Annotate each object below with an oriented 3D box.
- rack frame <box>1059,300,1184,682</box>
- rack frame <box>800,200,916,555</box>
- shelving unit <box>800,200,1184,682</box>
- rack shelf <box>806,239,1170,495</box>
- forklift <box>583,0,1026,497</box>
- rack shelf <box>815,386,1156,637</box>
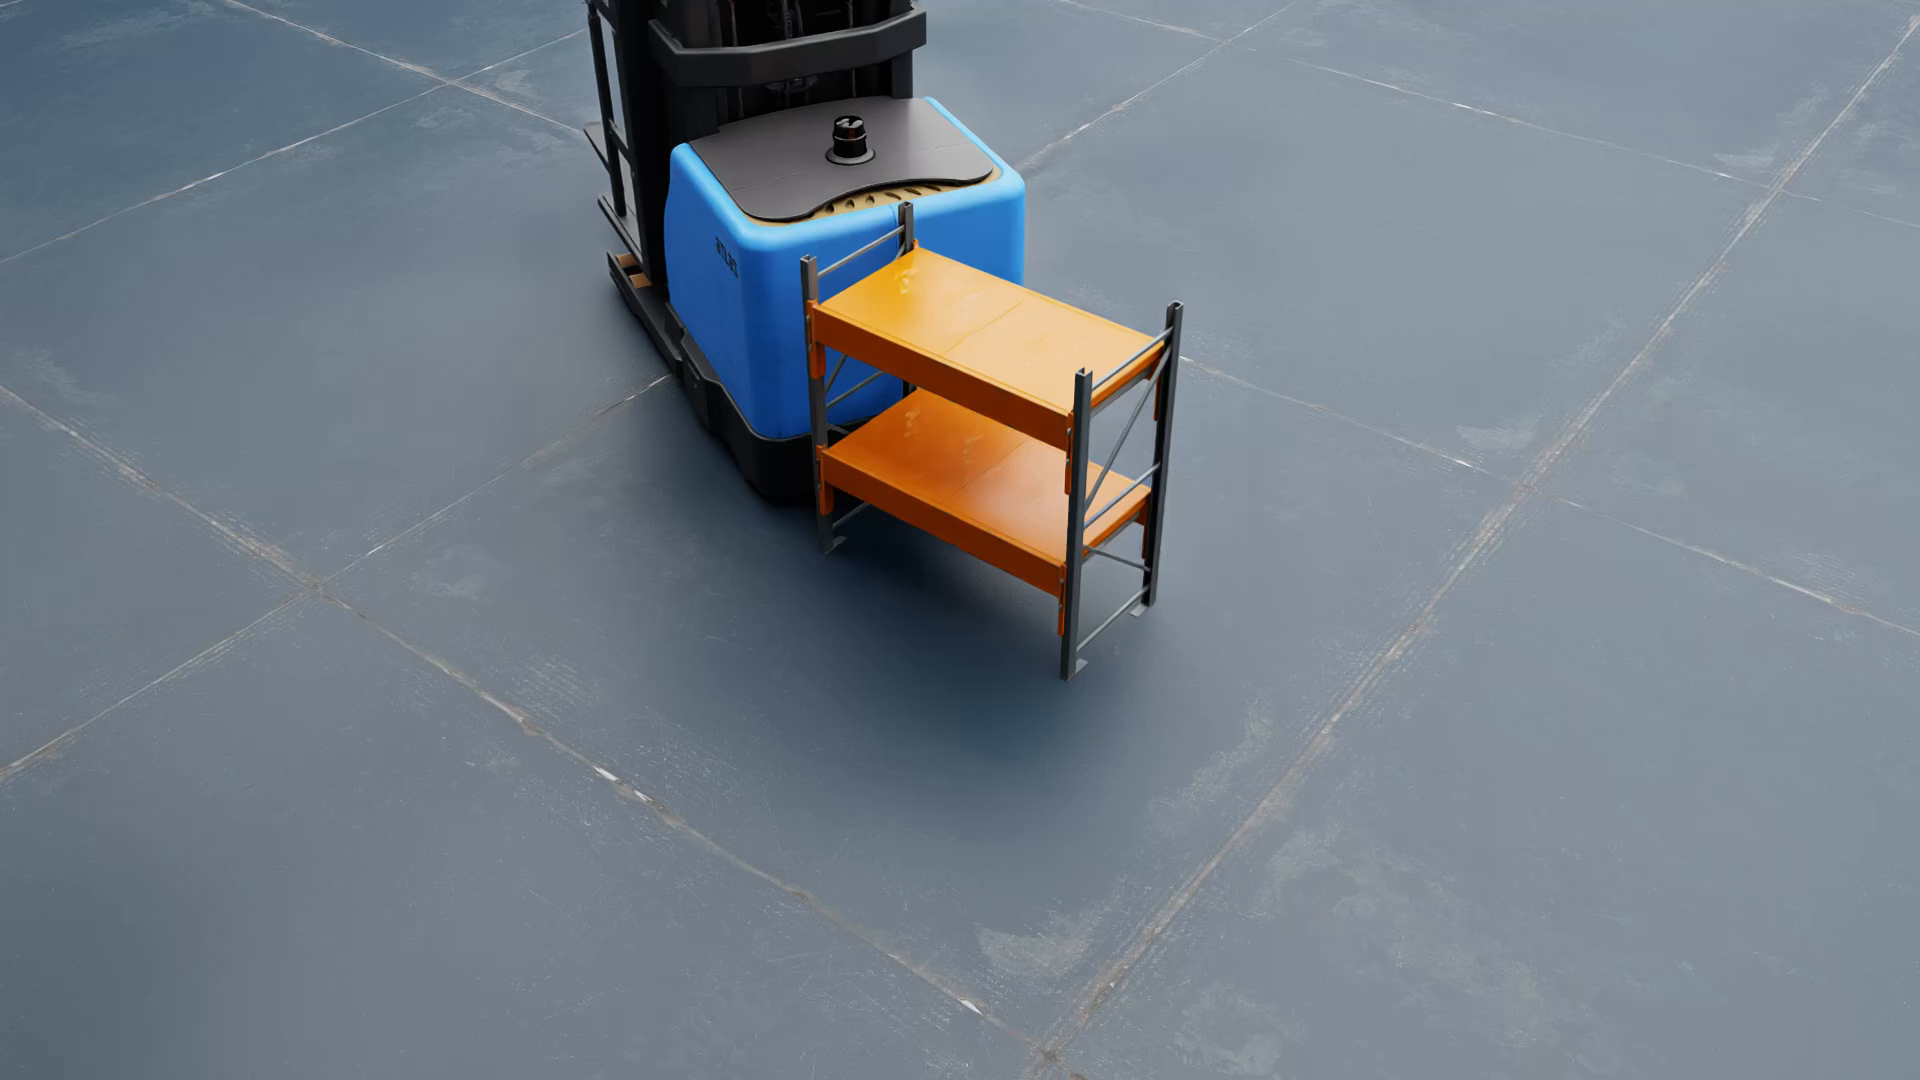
[{"bbox_3d":[0.479,-0.125,4.998,0.032,1.125,0.500,26,45,29],"label":"rack frame"},{"bbox_3d":[-0.315,-0.517,5.497,0.032,1.125,0.500,26,45,29],"label":"rack frame"},{"bbox_3d":[0.082,-0.321,5.248,1.048,1.125,0.538,26,45,29],"label":"shelving unit"},{"bbox_3d":[0.082,-0.551,5.067,1.000,0.278,0.538,26,45,29],"label":"rack shelf"},{"bbox_3d":[-0.845,-2.207,6.191,1.130,2.935,3.031,-16,41,-20],"label":"forklift"},{"bbox_3d":[0.082,-0.128,5.398,1.000,0.278,0.538,26,45,29],"label":"rack shelf"}]
